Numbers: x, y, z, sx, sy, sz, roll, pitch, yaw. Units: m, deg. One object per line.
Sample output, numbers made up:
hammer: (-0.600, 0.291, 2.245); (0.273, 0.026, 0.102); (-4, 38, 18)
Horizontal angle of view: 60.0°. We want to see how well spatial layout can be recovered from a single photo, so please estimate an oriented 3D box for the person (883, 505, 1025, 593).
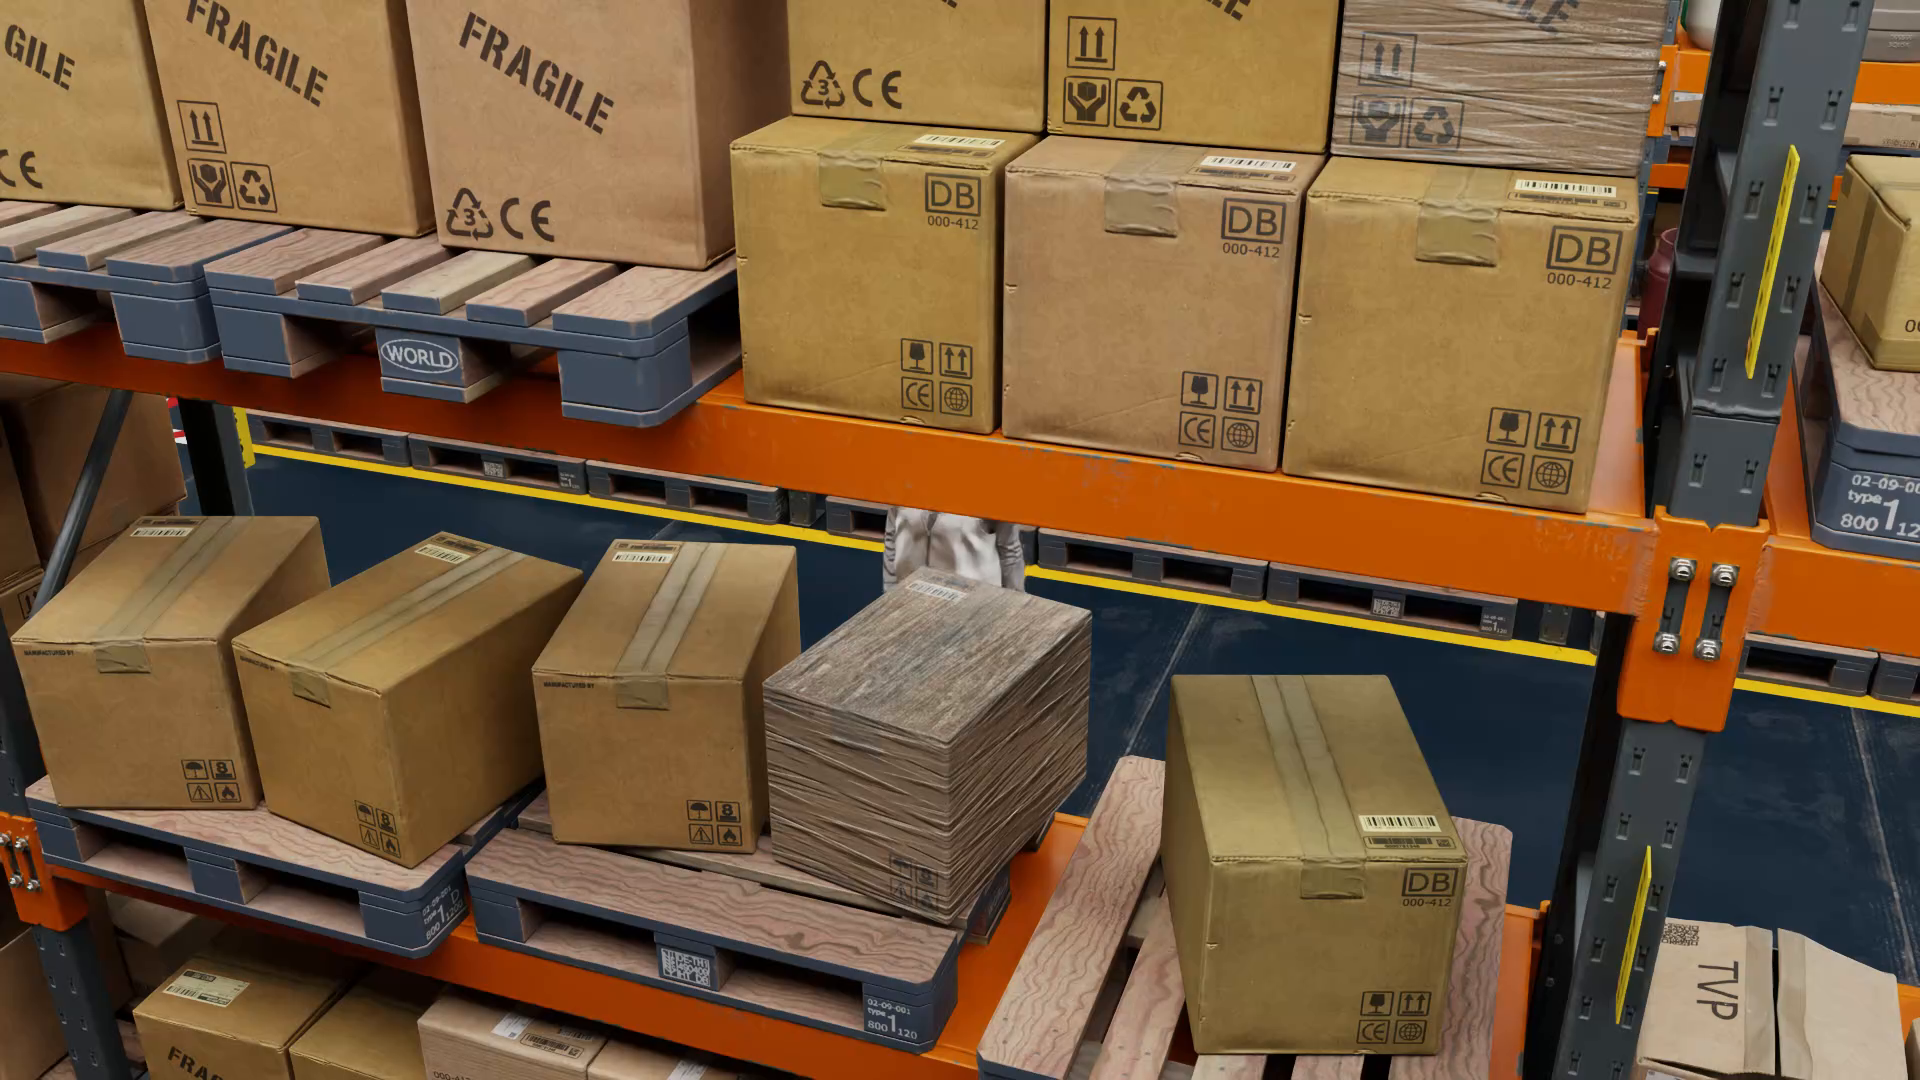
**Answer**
person: (-0.015, 0.237, 6.582); (0.567, 1.748, 0.608); (10, 27, 20)
